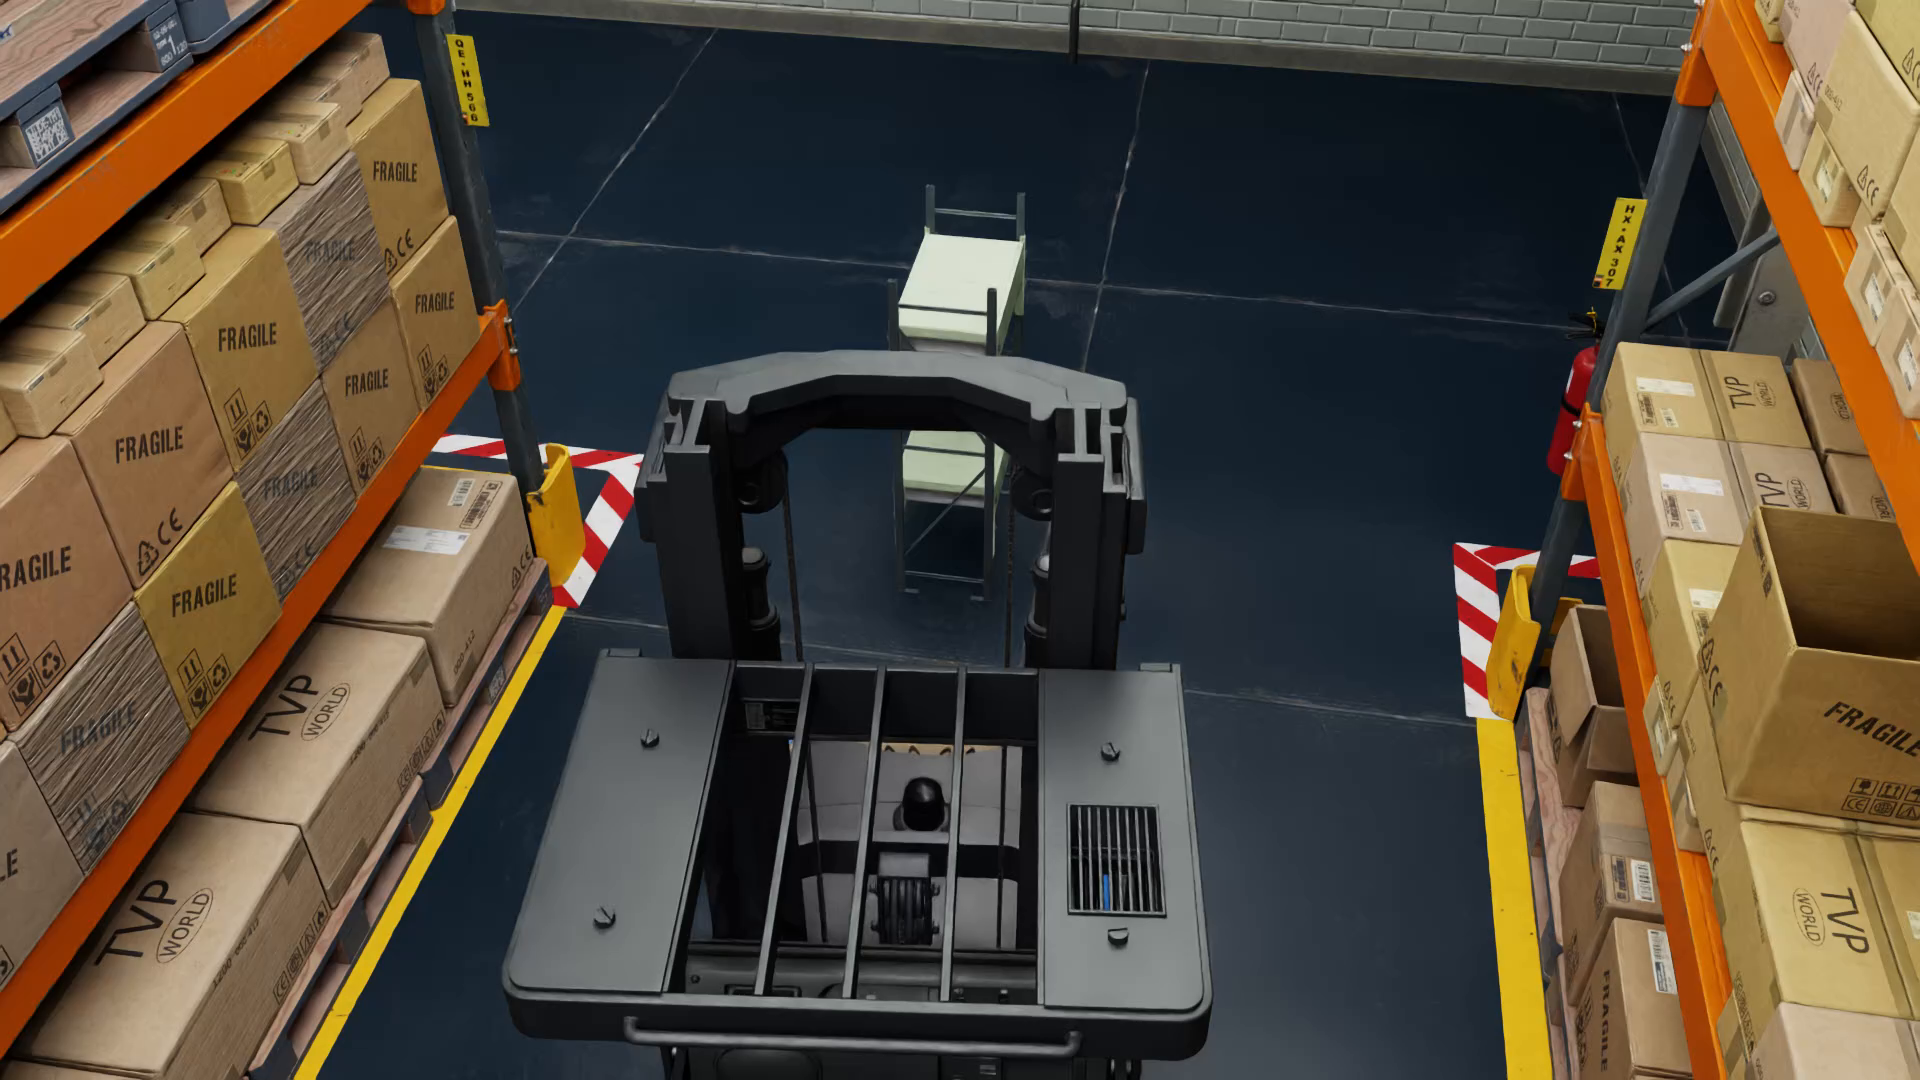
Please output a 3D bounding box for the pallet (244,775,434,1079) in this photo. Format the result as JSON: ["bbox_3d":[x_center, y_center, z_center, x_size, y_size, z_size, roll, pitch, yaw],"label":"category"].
[{"bbox_3d":[-2.497,1.243,5.581,1.003,0.211,1.213,6,40,8],"label":"pallet"}]

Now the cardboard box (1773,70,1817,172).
[{"bbox_3d":[2.158,-0.974,3.917,0.380,0.149,0.250,7,40,9],"label":"cardboard box"}]

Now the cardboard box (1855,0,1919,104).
[{"bbox_3d":[2.163,-1.081,3.342,0.500,0.250,0.500,6,40,7],"label":"cardboard box"}]

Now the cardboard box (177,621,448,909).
[{"bbox_3d":[-2.388,0.721,5.706,0.875,0.438,0.875,7,40,9],"label":"cardboard box"}]

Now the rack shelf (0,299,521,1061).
[{"bbox_3d":[-2.568,0.427,4.944,1.077,0.370,4.000,6,40,8],"label":"rack shelf"}]

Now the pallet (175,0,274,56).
[{"bbox_3d":[-2.340,-1.761,4.741,1.003,0.211,1.213,6,40,8],"label":"pallet"}]

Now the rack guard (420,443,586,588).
[{"bbox_3d":[-2.218,-0.157,7.048,1.175,0.500,0.348,6,40,8],"label":"rack guard"}]

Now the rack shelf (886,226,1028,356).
[{"bbox_3d":[-0.001,-0.875,6.518,0.431,0.370,0.720,6,40,8],"label":"rack shelf"}]

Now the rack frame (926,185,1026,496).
[{"bbox_3d":[0.062,-0.804,7.045,0.400,1.500,0.023,6,40,8],"label":"rack frame"}]

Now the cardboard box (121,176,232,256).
[{"bbox_3d":[-2.268,-0.889,4.599,0.380,0.149,0.250,6,40,7],"label":"cardboard box"}]

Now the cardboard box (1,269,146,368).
[{"bbox_3d":[-2.318,-0.563,4.204,0.380,0.149,0.250,8,40,9],"label":"cardboard box"}]

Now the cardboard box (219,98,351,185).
[{"bbox_3d":[-2.069,-1.199,4.974,0.380,0.149,0.250,6,40,7],"label":"cardboard box"}]

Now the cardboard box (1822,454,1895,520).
[{"bbox_3d":[2.759,0.024,4.751,0.500,0.250,0.500,7,40,8],"label":"cardboard box"}]

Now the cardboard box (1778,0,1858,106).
[{"bbox_3d":[2.254,-1.204,3.882,0.500,0.250,0.500,7,40,9],"label":"cardboard box"}]

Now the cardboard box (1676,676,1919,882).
[{"bbox_3d":[2.085,0.596,4.060,0.500,0.250,0.500,5,40,7],"label":"cardboard box"}]

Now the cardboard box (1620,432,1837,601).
[{"bbox_3d":[2.237,-0.046,4.836,0.500,0.250,0.500,7,40,8],"label":"cardboard box"}]

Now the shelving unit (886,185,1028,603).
[{"bbox_3d":[-0.001,-0.574,6.767,0.431,1.500,0.755,6,40,8],"label":"shelving unit"}]

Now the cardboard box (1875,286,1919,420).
[{"bbox_3d":[1.984,-0.337,3.147,0.380,0.149,0.250,7,40,9],"label":"cardboard box"}]

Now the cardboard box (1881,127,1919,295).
[{"bbox_3d":[2.086,-0.557,3.100,0.500,0.250,0.500,6,40,7],"label":"cardboard box"}]

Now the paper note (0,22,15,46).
[{"bbox_3d":[-2.012,-1.042,3.470,0.006,0.032,0.123,6,40,8],"label":"paper note"}]

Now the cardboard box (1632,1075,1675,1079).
[{"bbox_3d":[2.102,1.798,4.353,0.700,0.500,0.500,5,40,6],"label":"cardboard box"}]

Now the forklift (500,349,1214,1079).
[{"bbox_3d":[-0.144,1.200,3.499,1.130,2.935,3.031,1,40,2],"label":"forklift"}]

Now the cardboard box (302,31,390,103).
[{"bbox_3d":[-2.087,-1.532,5.377,0.380,0.149,0.250,7,40,8],"label":"cardboard box"}]

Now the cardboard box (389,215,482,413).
[{"bbox_3d":[-2.045,-0.812,5.800,0.500,0.500,0.500,7,40,8],"label":"cardboard box"}]

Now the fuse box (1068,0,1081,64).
[{"bbox_3d":[0.774,-3.827,10.536,0.539,1.711,0.414,6,40,8],"label":"fuse box"}]

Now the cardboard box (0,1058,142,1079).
[{"bbox_3d":[-2.700,1.848,4.342,0.875,0.438,0.875,6,40,7],"label":"cardboard box"}]

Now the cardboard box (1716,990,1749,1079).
[{"bbox_3d":[1.915,1.162,3.688,0.380,0.149,0.250,6,40,7],"label":"cardboard box"}]

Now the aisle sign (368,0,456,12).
[{"bbox_3d":[-1.904,-2.118,5.418,0.394,0.787,0.004,6,40,8],"label":"aisle sign"}]

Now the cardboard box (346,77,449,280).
[{"bbox_3d":[-2.071,-1.201,5.485,0.500,0.500,0.500,8,40,9],"label":"cardboard box"}]

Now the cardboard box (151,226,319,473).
[{"bbox_3d":[-2.221,-0.559,4.709,0.500,0.500,0.500,6,40,7],"label":"cardboard box"}]

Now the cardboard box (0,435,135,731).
[{"bbox_3d":[-2.400,0.072,3.946,0.500,0.500,0.500,7,40,9],"label":"cardboard box"}]

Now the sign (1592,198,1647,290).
[{"bbox_3d":[2.133,-0.954,5.370,0.100,0.325,0.005,6,40,8],"label":"sign"}]

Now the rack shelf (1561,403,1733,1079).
[{"bbox_3d":[2.321,0.972,4.285,1.077,0.370,4.000,6,40,8],"label":"rack shelf"}]

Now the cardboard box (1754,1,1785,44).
[{"bbox_3d":[2.383,-1.445,4.487,0.380,0.149,0.250,7,40,9],"label":"cardboard box"}]

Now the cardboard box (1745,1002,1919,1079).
[{"bbox_3d":[1.895,1.230,3.292,0.500,0.250,0.500,7,40,8],"label":"cardboard box"}]

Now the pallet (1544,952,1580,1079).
[{"bbox_3d":[2.304,1.826,4.876,1.003,0.211,1.213,6,40,8],"label":"pallet"}]

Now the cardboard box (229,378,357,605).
[{"bbox_3d":[-2.226,-0.175,5.029,0.500,0.500,0.500,7,40,9],"label":"cardboard box"}]

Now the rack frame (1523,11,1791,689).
[{"bbox_3d":[2.667,-0.561,5.574,1.000,3.000,0.127,6,40,8],"label":"rack frame"}]

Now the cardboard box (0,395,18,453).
[{"bbox_3d":[-2.432,-0.246,3.821,0.380,0.149,0.250,6,40,8],"label":"cardboard box"}]

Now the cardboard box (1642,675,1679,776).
[{"bbox_3d":[2.068,0.515,4.470,0.380,0.149,0.250,5,40,6],"label":"cardboard box"}]

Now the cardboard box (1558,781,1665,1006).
[{"bbox_3d":[2.282,1.147,5.141,0.700,0.500,0.500,8,40,9],"label":"cardboard box"}]

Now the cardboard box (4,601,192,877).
[{"bbox_3d":[-2.392,0.474,4.244,0.500,0.500,0.500,7,40,8],"label":"cardboard box"}]

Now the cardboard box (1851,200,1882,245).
[{"bbox_3d":[2.138,-0.647,3.521,0.380,0.149,0.250,6,40,7],"label":"cardboard box"}]
